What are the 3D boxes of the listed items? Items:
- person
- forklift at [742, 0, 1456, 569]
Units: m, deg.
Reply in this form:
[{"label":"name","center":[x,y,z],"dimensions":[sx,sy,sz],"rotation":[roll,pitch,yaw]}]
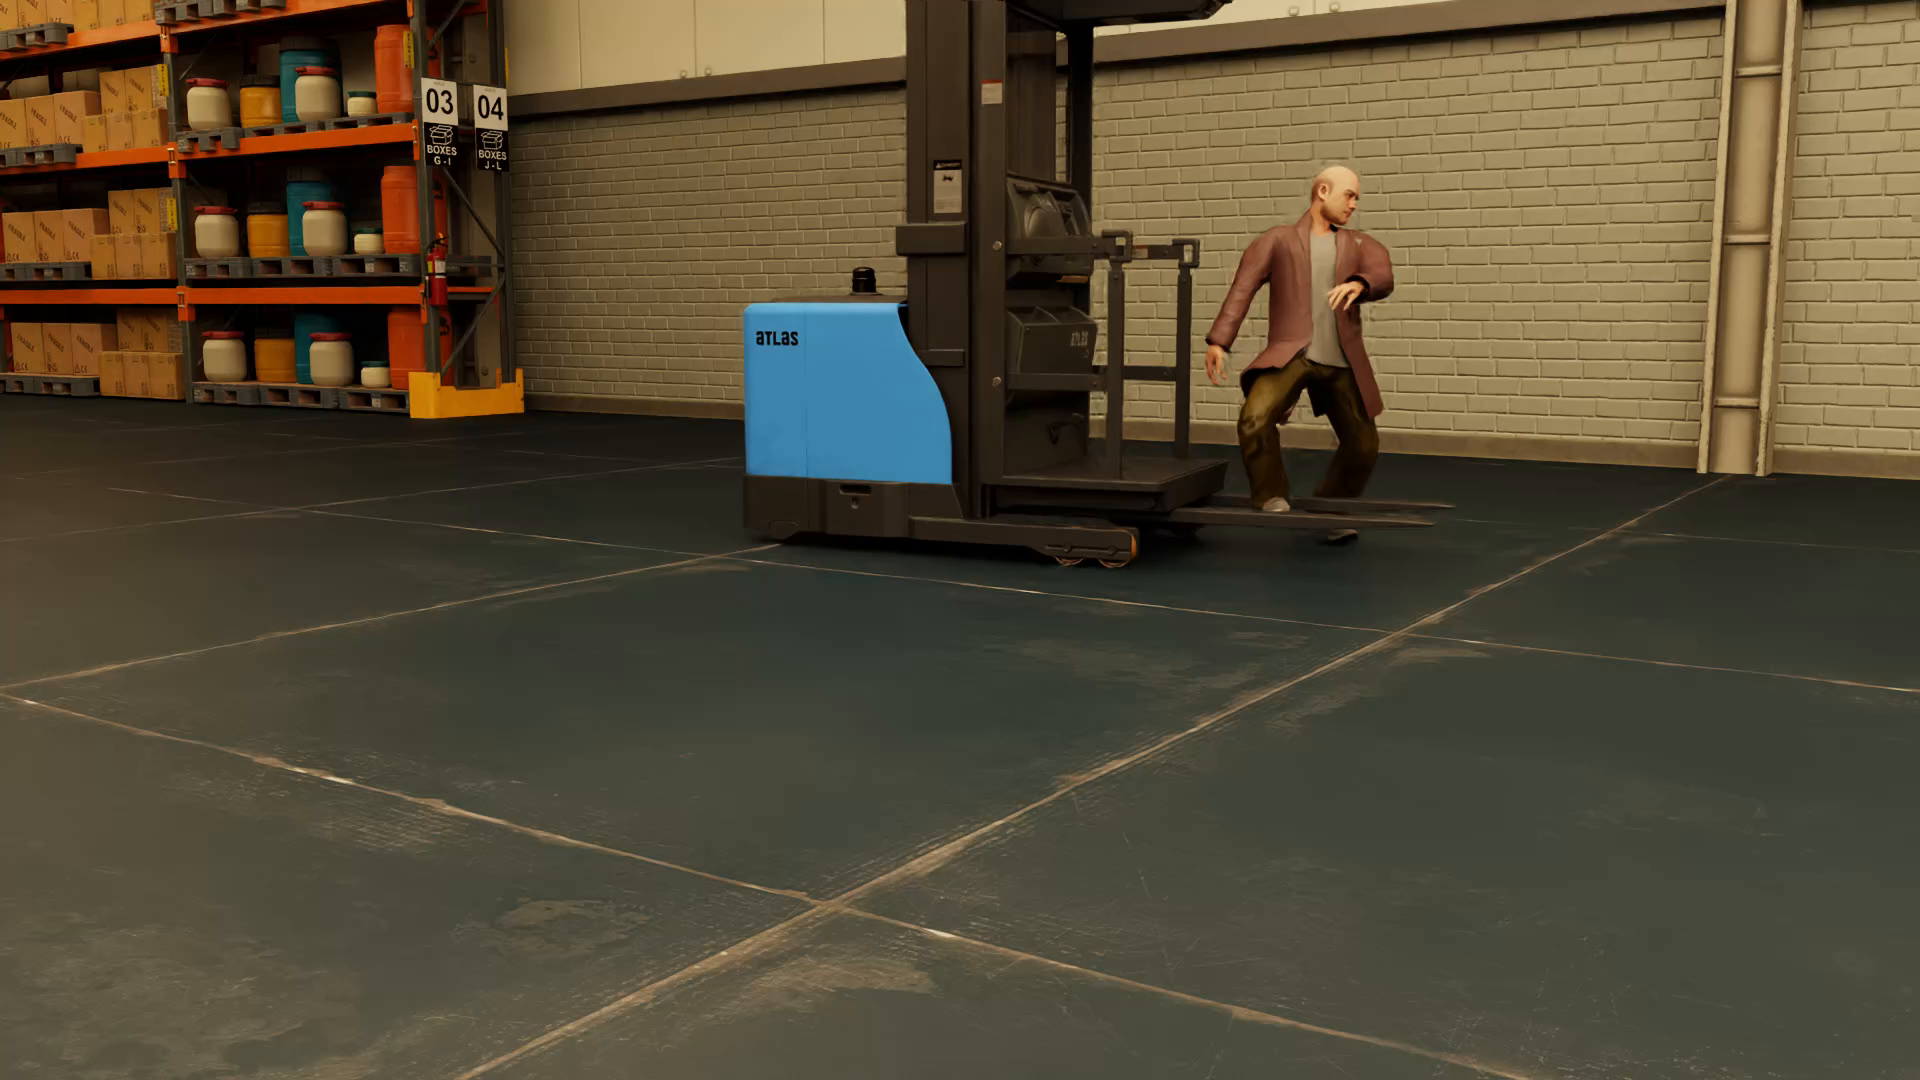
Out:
[{"label":"person","center":[1.453,-0.772,7.123],"dimensions":[0.798,1.650,0.927],"rotation":[-1,8,-8]},{"label":"forklift","center":[0.580,-1.418,7.168],"dimensions":[3.031,2.935,1.130],"rotation":[4,9,23]}]
